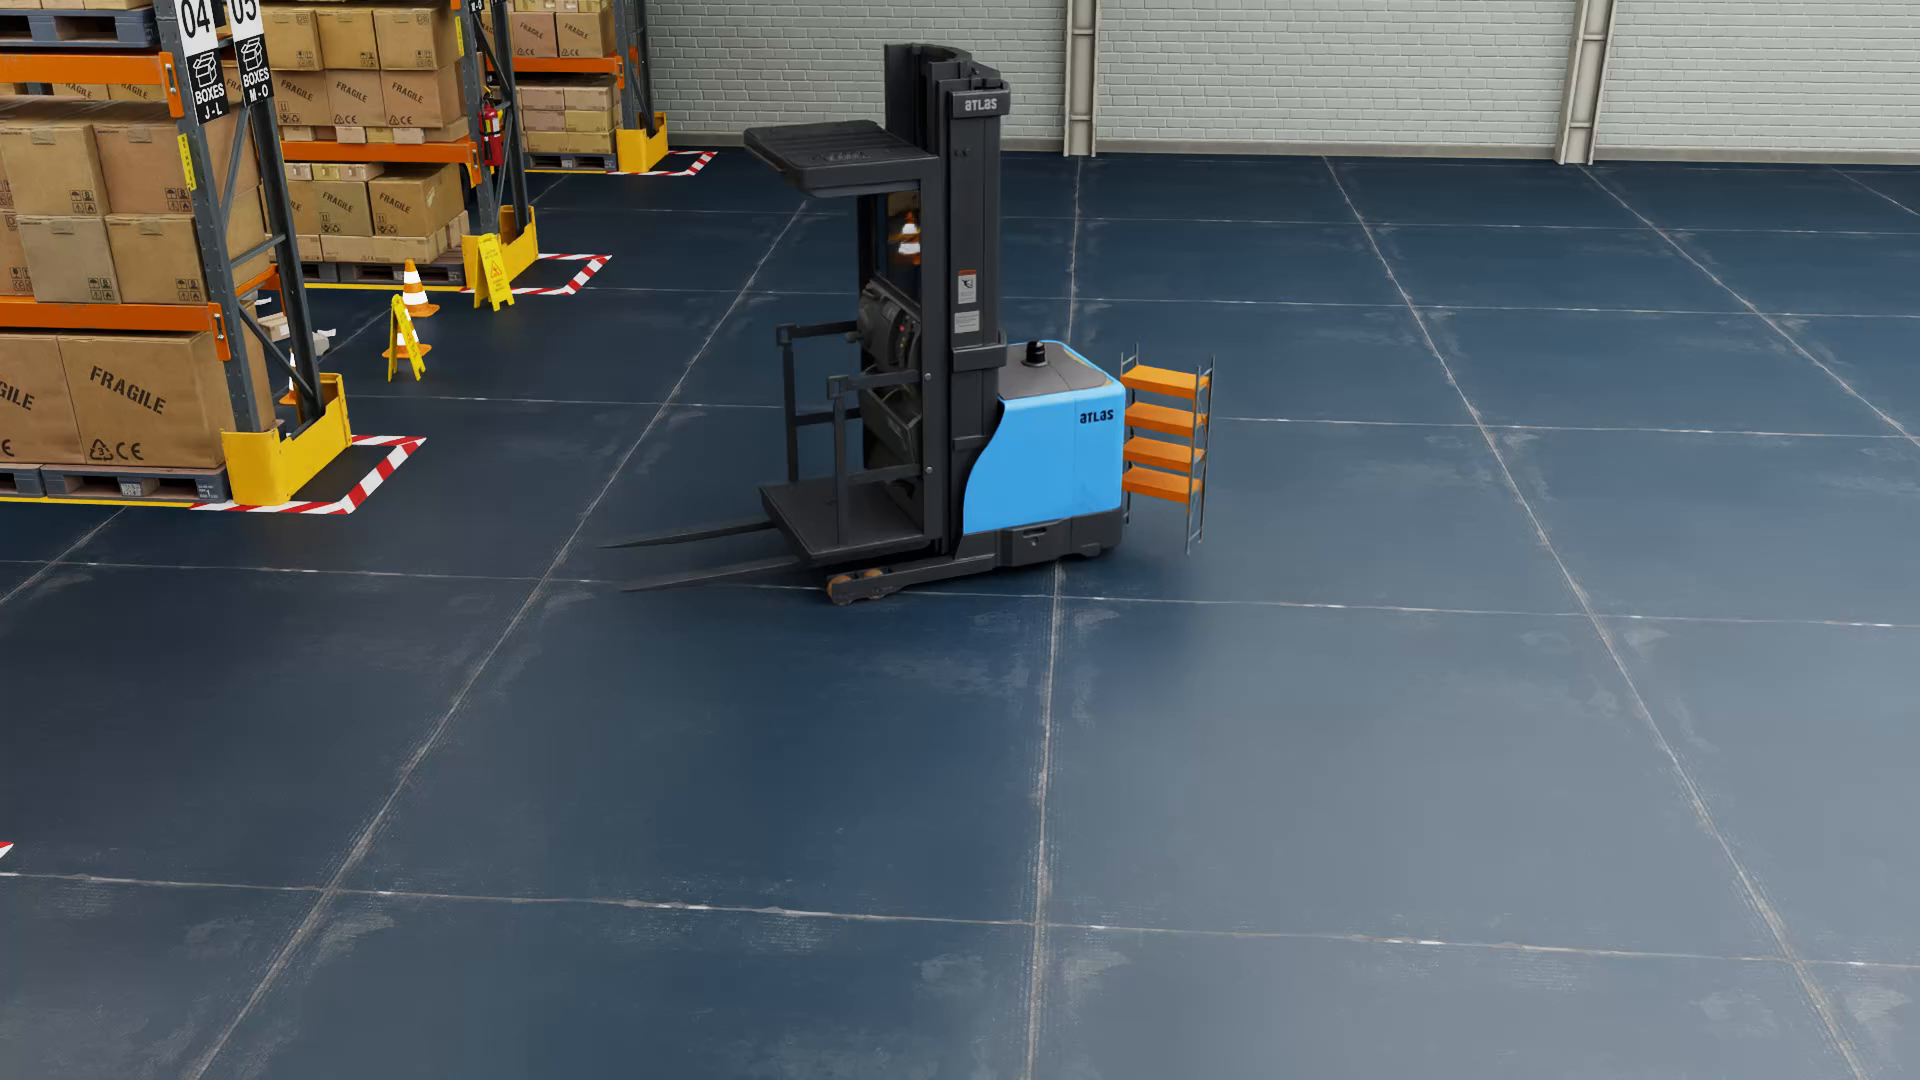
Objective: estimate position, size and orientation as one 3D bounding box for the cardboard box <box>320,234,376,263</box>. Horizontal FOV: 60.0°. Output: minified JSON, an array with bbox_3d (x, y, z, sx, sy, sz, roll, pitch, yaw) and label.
[{"bbox_3d":[-5.587,-2.770,15.468,0.500,0.250,0.500,2,25,4],"label":"cardboard box"}]

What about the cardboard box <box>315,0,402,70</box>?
[{"bbox_3d":[-5.274,-4.474,14.713,0.500,0.500,0.700,2,25,4],"label":"cardboard box"}]

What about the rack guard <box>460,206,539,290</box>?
[{"bbox_3d":[-4.320,-2.761,15.653,0.348,0.500,1.175,2,25,4],"label":"rack guard"}]

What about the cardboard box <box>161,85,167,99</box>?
[{"bbox_3d":[-6.813,-4.045,14.977,0.500,0.500,0.500,2,25,4],"label":"cardboard box"}]

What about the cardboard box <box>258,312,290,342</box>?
[{"bbox_3d":[-5.705,-1.799,13.982,0.250,0.149,0.380,16,29,31],"label":"cardboard box"}]

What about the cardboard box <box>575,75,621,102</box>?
[{"bbox_3d":[-4.333,-5.453,20.104,0.500,0.250,0.500,1,25,3],"label":"cardboard box"}]

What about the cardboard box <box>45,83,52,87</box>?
[{"bbox_3d":[-8.678,-4.528,15.525,0.500,0.500,0.500,2,25,5],"label":"cardboard box"}]

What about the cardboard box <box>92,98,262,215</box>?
[{"bbox_3d":[-4.889,-2.415,10.438,0.550,0.550,0.875,2,25,4],"label":"cardboard box"}]

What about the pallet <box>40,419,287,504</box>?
[{"bbox_3d":[-5.326,-0.554,11.202,1.213,0.211,1.003,2,25,4],"label":"pallet"}]

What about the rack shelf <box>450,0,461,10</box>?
[{"bbox_3d":[-6.238,-4.994,14.788,4.000,0.370,1.077,2,25,4],"label":"rack shelf"}]

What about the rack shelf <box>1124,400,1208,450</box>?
[{"bbox_3d":[1.215,-0.691,9.943,0.480,0.148,0.258,13,28,27],"label":"rack shelf"}]

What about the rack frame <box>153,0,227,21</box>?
[{"bbox_3d":[-4.522,-4.553,9.380,0.127,3.000,1.000,2,25,4],"label":"rack frame"}]

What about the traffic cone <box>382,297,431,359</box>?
[{"bbox_3d":[-4.518,-1.745,13.488,0.334,0.463,0.336,2,25,4],"label":"traffic cone"}]

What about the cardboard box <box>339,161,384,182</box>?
[{"bbox_3d":[-5.434,-3.372,15.104,0.250,0.149,0.380,3,25,6],"label":"cardboard box"}]

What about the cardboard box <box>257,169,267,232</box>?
[{"bbox_3d":[-6.613,-3.144,15.384,0.500,0.500,0.500,3,25,7],"label":"cardboard box"}]

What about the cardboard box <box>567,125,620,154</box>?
[{"bbox_3d":[-4.361,-4.788,19.855,0.500,0.250,0.500,2,25,4],"label":"cardboard box"}]

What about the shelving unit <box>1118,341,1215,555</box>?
[{"bbox_3d":[1.215,-0.549,10.008,0.503,1.200,0.258,13,28,27],"label":"shelving unit"}]

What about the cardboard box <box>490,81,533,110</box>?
[{"bbox_3d":[-5.364,-5.270,19.705,0.500,0.250,0.500,2,25,5],"label":"cardboard box"}]

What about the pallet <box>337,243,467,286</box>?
[{"bbox_3d":[-5.127,-2.671,15.802,1.213,0.211,1.003,2,25,4],"label":"pallet"}]

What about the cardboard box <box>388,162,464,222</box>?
[{"bbox_3d":[-5.051,-3.318,15.763,0.500,0.500,0.500,1,25,2],"label":"cardboard box"}]

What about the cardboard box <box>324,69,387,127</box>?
[{"bbox_3d":[-5.305,-3.995,14.869,0.500,0.500,0.500,2,25,4],"label":"cardboard box"}]

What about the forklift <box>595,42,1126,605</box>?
[{"bbox_3d":[-0.590,-1.211,9.376,3.031,2.935,1.130,-9,26,-20],"label":"forklift"}]

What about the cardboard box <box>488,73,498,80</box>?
[{"bbox_3d":[-5.839,-5.508,20.222,0.500,0.250,0.500,1,25,3],"label":"cardboard box"}]

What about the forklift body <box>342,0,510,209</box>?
[{"bbox_3d":[-5.898,-4.878,18.278,1.214,2.155,2.313,2,25,4],"label":"forklift body"}]

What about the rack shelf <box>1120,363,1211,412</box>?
[{"bbox_3d":[1.215,-0.906,9.844,0.480,0.148,0.258,13,28,27],"label":"rack shelf"}]

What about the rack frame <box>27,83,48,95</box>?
[{"bbox_3d":[-8.233,-4.022,15.403,0.127,3.000,1.000,2,25,4],"label":"rack frame"}]

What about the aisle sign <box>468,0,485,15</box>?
[{"bbox_3d":[-4.205,-4.953,14.315,0.004,0.787,0.394,2,25,4],"label":"aisle sign"}]

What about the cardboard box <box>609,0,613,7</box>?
[{"bbox_3d":[-4.186,-6.422,19.723,0.250,0.149,0.380,1,25,3],"label":"cardboard box"}]

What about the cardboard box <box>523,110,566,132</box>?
[{"bbox_3d":[-4.876,-5.038,19.799,0.500,0.250,0.500,2,25,3],"label":"cardboard box"}]

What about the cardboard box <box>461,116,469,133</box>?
[{"bbox_3d":[-4.567,-3.877,15.389,0.250,0.149,0.380,2,25,4],"label":"cardboard box"}]

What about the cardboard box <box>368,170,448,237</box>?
[{"bbox_3d":[-5.063,-3.094,15.275,0.500,0.500,0.500,2,25,4],"label":"cardboard box"}]

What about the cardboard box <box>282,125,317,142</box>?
[{"bbox_3d":[-5.914,-3.715,15.035,0.250,0.149,0.380,2,25,3],"label":"cardboard box"}]

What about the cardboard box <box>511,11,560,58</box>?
[{"bbox_3d":[-4.895,-5.936,19.441,0.500,0.500,0.500,3,25,6],"label":"cardboard box"}]

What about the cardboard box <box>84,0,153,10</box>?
[{"bbox_3d":[-4.880,-3.182,9.667,0.250,0.149,0.380,2,25,4],"label":"cardboard box"}]

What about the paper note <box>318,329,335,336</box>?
[{"bbox_3d":[-5.339,-1.746,14.008,0.142,0.019,0.148,-7,26,-14],"label":"paper note"}]

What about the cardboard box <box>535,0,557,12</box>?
[{"bbox_3d":[-4.746,-6.227,19.300,0.250,0.149,0.380,2,25,5],"label":"cardboard box"}]

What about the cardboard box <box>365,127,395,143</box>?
[{"bbox_3d":[-5.149,-3.682,14.964,0.250,0.149,0.380,1,25,3],"label":"cardboard box"}]

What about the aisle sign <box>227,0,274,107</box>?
[{"bbox_3d":[-4.429,-3.132,10.358,0.004,0.787,0.394,2,25,4],"label":"aisle sign"}]

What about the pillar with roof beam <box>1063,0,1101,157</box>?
[{"bbox_3d":[1.160,-7.100,14.915,0.400,9.000,9.100,2,25,4],"label":"pillar with roof beam"}]

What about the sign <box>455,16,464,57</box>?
[{"bbox_3d":[-4.307,-4.333,14.316,0.005,0.325,0.100,2,25,4],"label":"sign"}]

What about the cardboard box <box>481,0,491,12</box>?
[{"bbox_3d":[-5.516,-6.229,19.302,0.250,0.149,0.380,2,25,4],"label":"cardboard box"}]

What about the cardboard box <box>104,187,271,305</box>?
[{"bbox_3d":[-4.896,-1.889,10.588,0.550,0.550,0.875,2,25,4],"label":"cardboard box"}]
